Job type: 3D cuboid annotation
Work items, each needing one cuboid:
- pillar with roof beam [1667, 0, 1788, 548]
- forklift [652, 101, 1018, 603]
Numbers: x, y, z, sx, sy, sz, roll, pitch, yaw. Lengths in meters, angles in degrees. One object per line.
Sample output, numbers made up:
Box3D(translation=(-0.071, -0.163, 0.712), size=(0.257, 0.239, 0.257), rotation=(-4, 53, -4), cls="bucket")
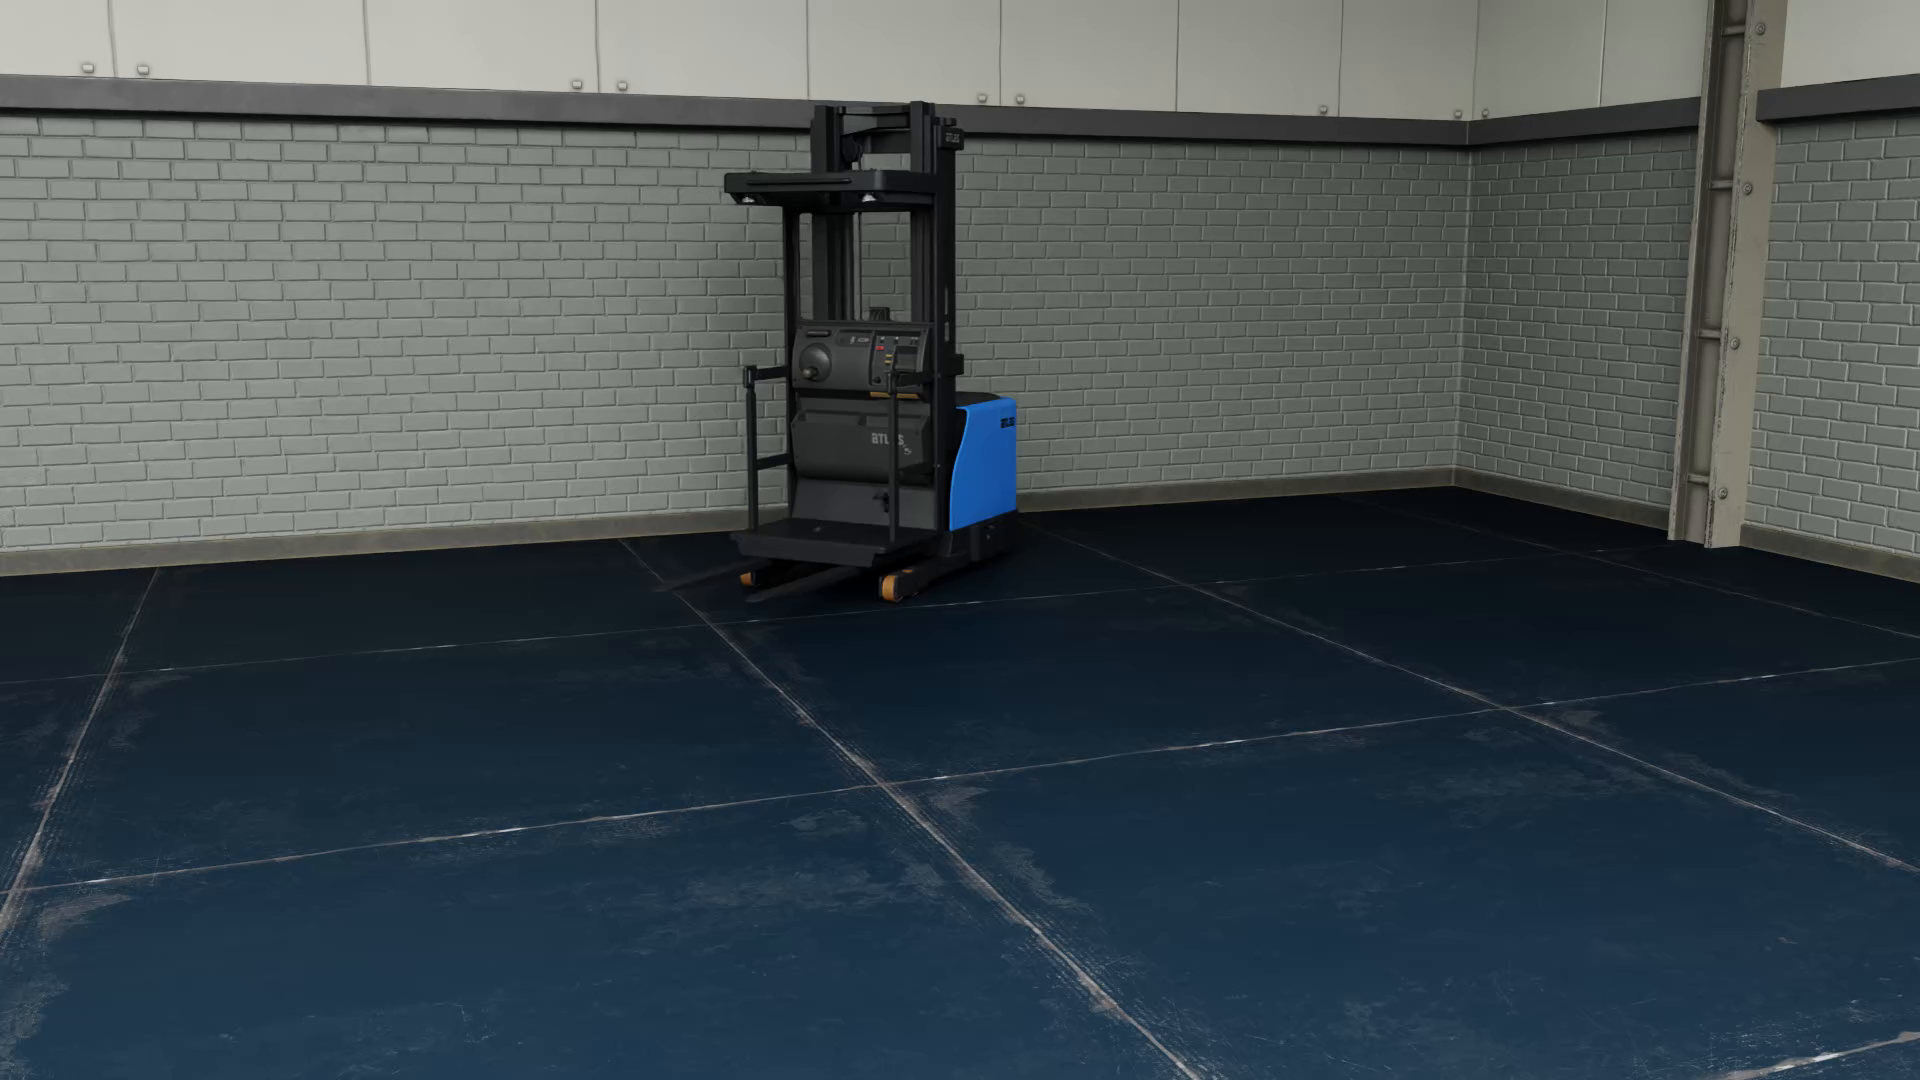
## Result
Box3D(translation=(1.287, -4.142, 9.512), size=(9.100, 9.000, 0.400), rotation=(-4, 11, -21), cls="pillar with roof beam")
Box3D(translation=(-0.712, -1.161, 10.078), size=(1.130, 2.935, 3.031), rotation=(5, 11, 26), cls="forklift")
